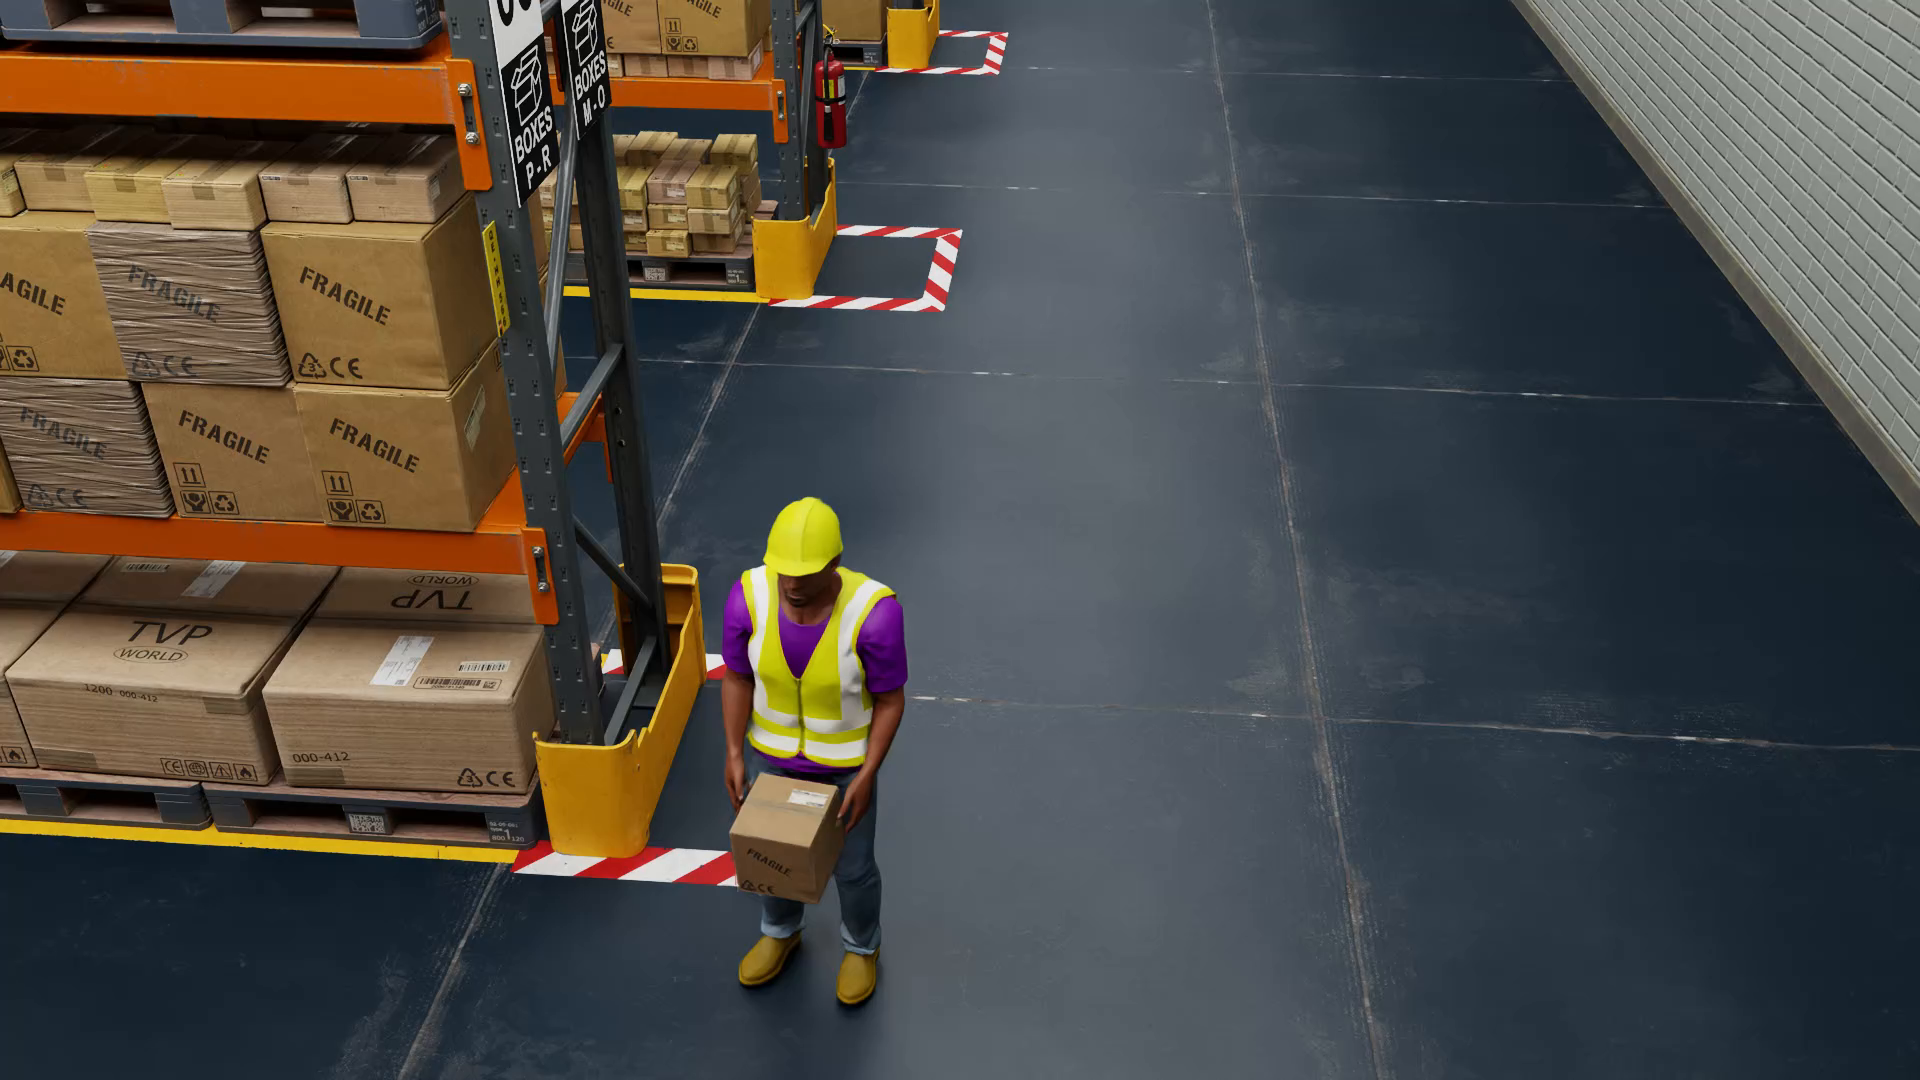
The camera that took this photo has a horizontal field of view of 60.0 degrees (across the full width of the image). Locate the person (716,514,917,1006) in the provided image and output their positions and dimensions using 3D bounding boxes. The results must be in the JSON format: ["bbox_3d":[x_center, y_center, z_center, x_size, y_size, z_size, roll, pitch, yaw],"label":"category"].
[{"bbox_3d":[-0.444,0.666,5.047,0.630,1.757,0.462,8,33,13],"label":"person"}]
